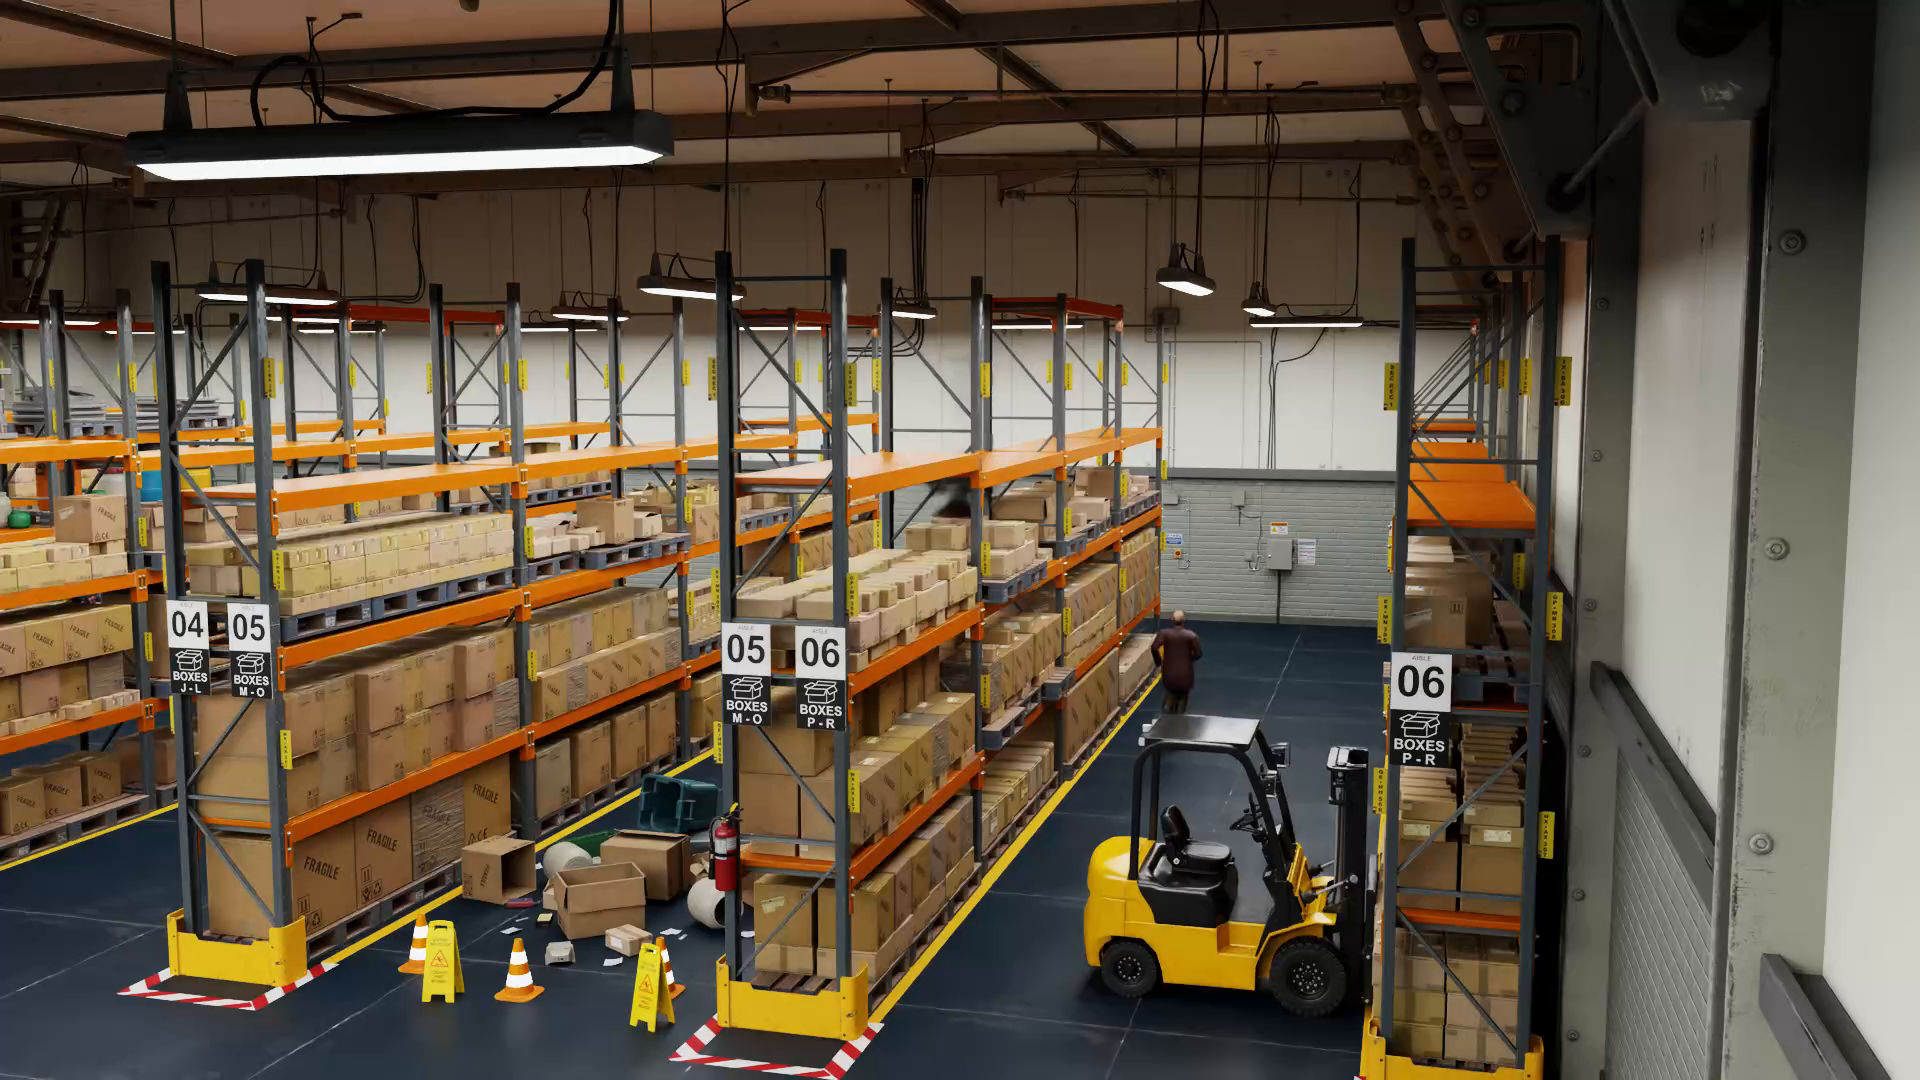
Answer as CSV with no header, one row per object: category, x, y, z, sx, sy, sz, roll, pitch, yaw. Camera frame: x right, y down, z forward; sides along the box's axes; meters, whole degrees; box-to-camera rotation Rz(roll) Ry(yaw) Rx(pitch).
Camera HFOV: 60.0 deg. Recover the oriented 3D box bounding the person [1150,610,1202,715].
person,3.056,1.845,23.349,0.700,1.727,0.631,2,6,15
